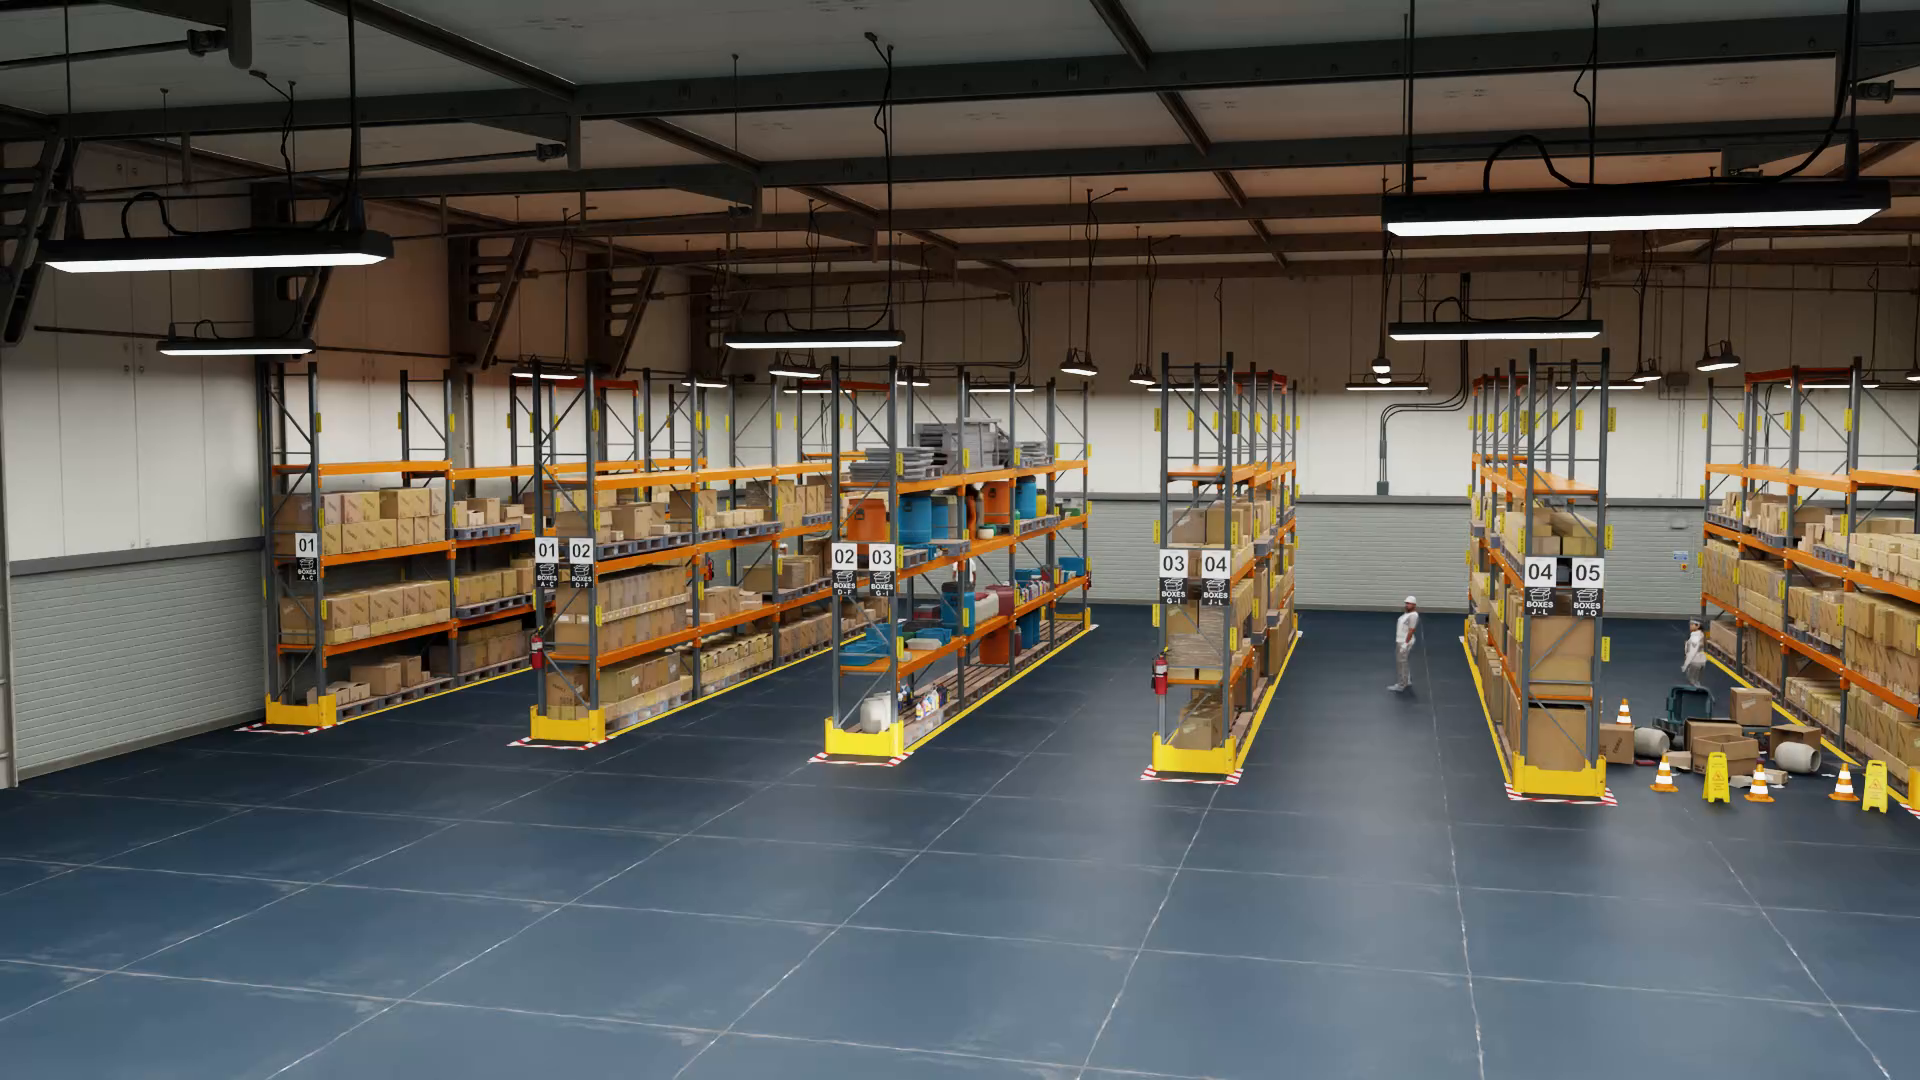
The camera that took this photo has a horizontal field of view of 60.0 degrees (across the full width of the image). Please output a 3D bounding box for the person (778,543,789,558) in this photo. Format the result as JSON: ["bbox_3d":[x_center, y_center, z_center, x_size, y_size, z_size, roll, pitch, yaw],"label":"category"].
[{"bbox_3d":[-4.709,0.974,44.394,0.534,1.778,0.610,1,4,18],"label":"person"}]

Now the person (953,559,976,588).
[{"bbox_3d":[0.091,1.080,43.283,0.574,1.715,1.037,1,4,12],"label":"person"}]

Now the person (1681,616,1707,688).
[{"bbox_3d":[12.624,2.140,28.562,0.512,1.679,0.448,-2,5,-32],"label":"person"}]

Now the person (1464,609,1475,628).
[{"bbox_3d":[12.639,1.312,40.011,0.940,1.735,0.596,0,4,5],"label":"person"}]

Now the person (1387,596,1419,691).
[{"bbox_3d":[8.255,1.926,30.950,0.560,1.782,0.609,1,4,18],"label":"person"}]
